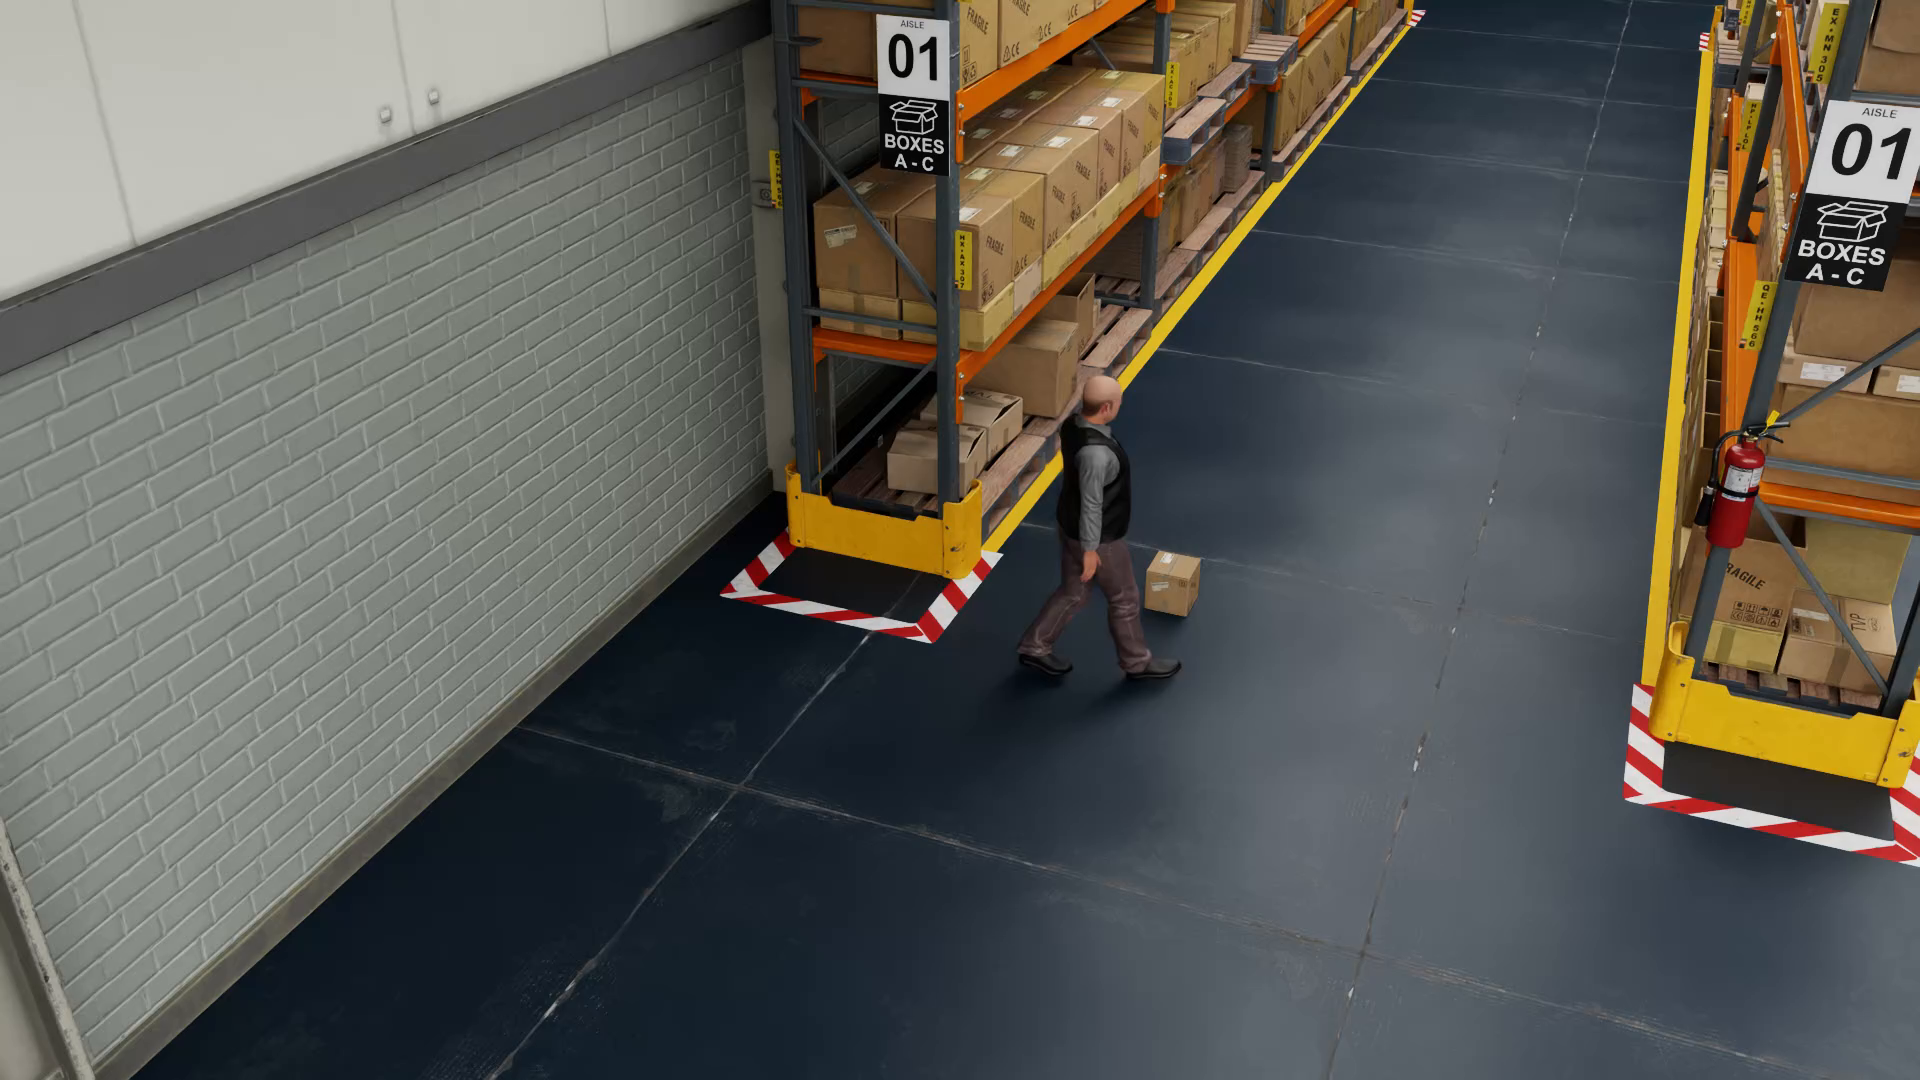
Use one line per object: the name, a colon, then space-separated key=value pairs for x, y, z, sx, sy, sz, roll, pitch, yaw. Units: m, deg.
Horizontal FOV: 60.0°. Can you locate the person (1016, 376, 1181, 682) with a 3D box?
person: x=0.728 y=-0.057 z=8.532 sx=0.855 sy=1.694 sz=0.573 roll=-5 pitch=30 yaw=-9
